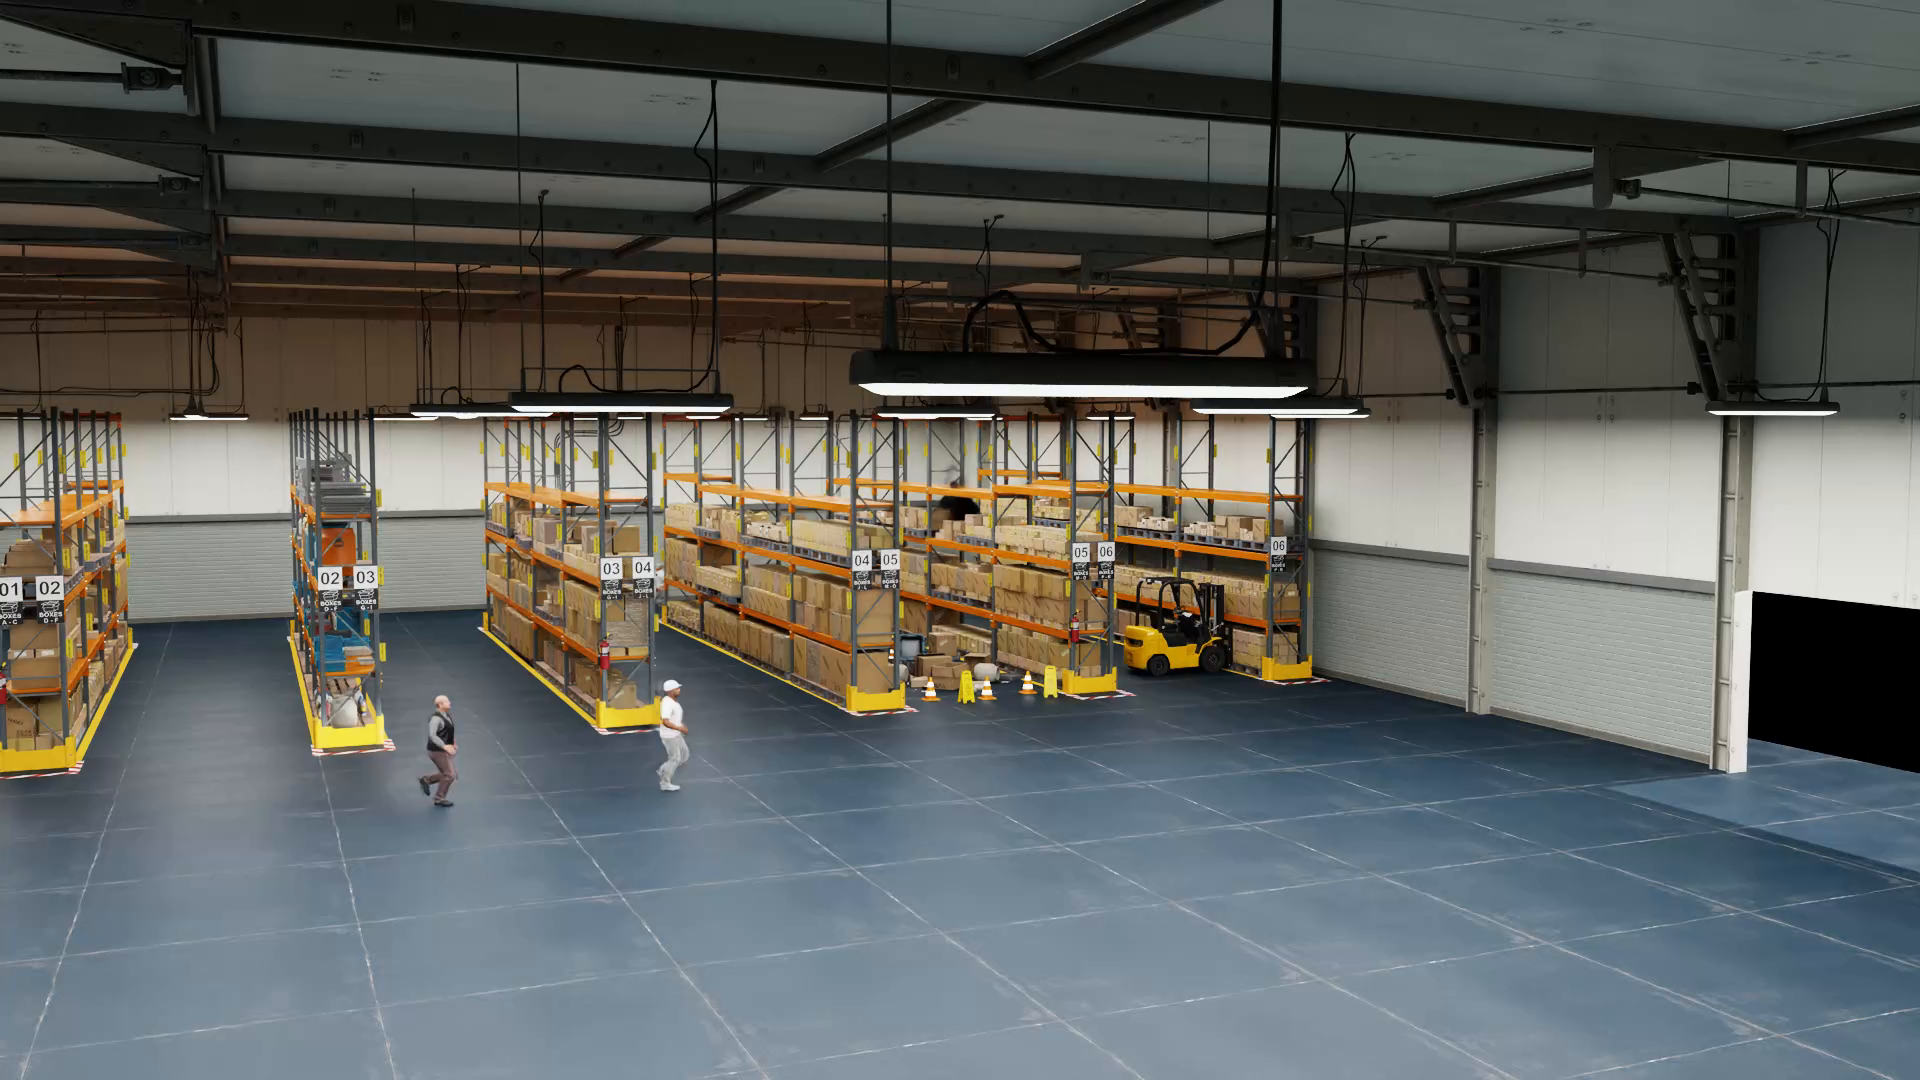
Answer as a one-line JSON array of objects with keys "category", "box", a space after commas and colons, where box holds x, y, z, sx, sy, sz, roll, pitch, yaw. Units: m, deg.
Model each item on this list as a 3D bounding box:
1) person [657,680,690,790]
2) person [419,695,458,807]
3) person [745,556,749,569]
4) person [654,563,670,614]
[{"category": "person", "box": [-4.467, 3.037, 25.908, 0.573, 1.725, 0.712, 0, 4, -1]}, {"category": "person", "box": [-7.821, 3.193, 24.887, 0.619, 1.593, 0.639, 0, 4, -3]}, {"category": "person", "box": [-6.506, 1.345, 50.217, 0.692, 1.739, 0.743, -1, 4, -17]}, {"category": "person", "box": [-8.985, 1.468, 49.073, 0.893, 1.614, 0.675, -1, 4, -19]}]
